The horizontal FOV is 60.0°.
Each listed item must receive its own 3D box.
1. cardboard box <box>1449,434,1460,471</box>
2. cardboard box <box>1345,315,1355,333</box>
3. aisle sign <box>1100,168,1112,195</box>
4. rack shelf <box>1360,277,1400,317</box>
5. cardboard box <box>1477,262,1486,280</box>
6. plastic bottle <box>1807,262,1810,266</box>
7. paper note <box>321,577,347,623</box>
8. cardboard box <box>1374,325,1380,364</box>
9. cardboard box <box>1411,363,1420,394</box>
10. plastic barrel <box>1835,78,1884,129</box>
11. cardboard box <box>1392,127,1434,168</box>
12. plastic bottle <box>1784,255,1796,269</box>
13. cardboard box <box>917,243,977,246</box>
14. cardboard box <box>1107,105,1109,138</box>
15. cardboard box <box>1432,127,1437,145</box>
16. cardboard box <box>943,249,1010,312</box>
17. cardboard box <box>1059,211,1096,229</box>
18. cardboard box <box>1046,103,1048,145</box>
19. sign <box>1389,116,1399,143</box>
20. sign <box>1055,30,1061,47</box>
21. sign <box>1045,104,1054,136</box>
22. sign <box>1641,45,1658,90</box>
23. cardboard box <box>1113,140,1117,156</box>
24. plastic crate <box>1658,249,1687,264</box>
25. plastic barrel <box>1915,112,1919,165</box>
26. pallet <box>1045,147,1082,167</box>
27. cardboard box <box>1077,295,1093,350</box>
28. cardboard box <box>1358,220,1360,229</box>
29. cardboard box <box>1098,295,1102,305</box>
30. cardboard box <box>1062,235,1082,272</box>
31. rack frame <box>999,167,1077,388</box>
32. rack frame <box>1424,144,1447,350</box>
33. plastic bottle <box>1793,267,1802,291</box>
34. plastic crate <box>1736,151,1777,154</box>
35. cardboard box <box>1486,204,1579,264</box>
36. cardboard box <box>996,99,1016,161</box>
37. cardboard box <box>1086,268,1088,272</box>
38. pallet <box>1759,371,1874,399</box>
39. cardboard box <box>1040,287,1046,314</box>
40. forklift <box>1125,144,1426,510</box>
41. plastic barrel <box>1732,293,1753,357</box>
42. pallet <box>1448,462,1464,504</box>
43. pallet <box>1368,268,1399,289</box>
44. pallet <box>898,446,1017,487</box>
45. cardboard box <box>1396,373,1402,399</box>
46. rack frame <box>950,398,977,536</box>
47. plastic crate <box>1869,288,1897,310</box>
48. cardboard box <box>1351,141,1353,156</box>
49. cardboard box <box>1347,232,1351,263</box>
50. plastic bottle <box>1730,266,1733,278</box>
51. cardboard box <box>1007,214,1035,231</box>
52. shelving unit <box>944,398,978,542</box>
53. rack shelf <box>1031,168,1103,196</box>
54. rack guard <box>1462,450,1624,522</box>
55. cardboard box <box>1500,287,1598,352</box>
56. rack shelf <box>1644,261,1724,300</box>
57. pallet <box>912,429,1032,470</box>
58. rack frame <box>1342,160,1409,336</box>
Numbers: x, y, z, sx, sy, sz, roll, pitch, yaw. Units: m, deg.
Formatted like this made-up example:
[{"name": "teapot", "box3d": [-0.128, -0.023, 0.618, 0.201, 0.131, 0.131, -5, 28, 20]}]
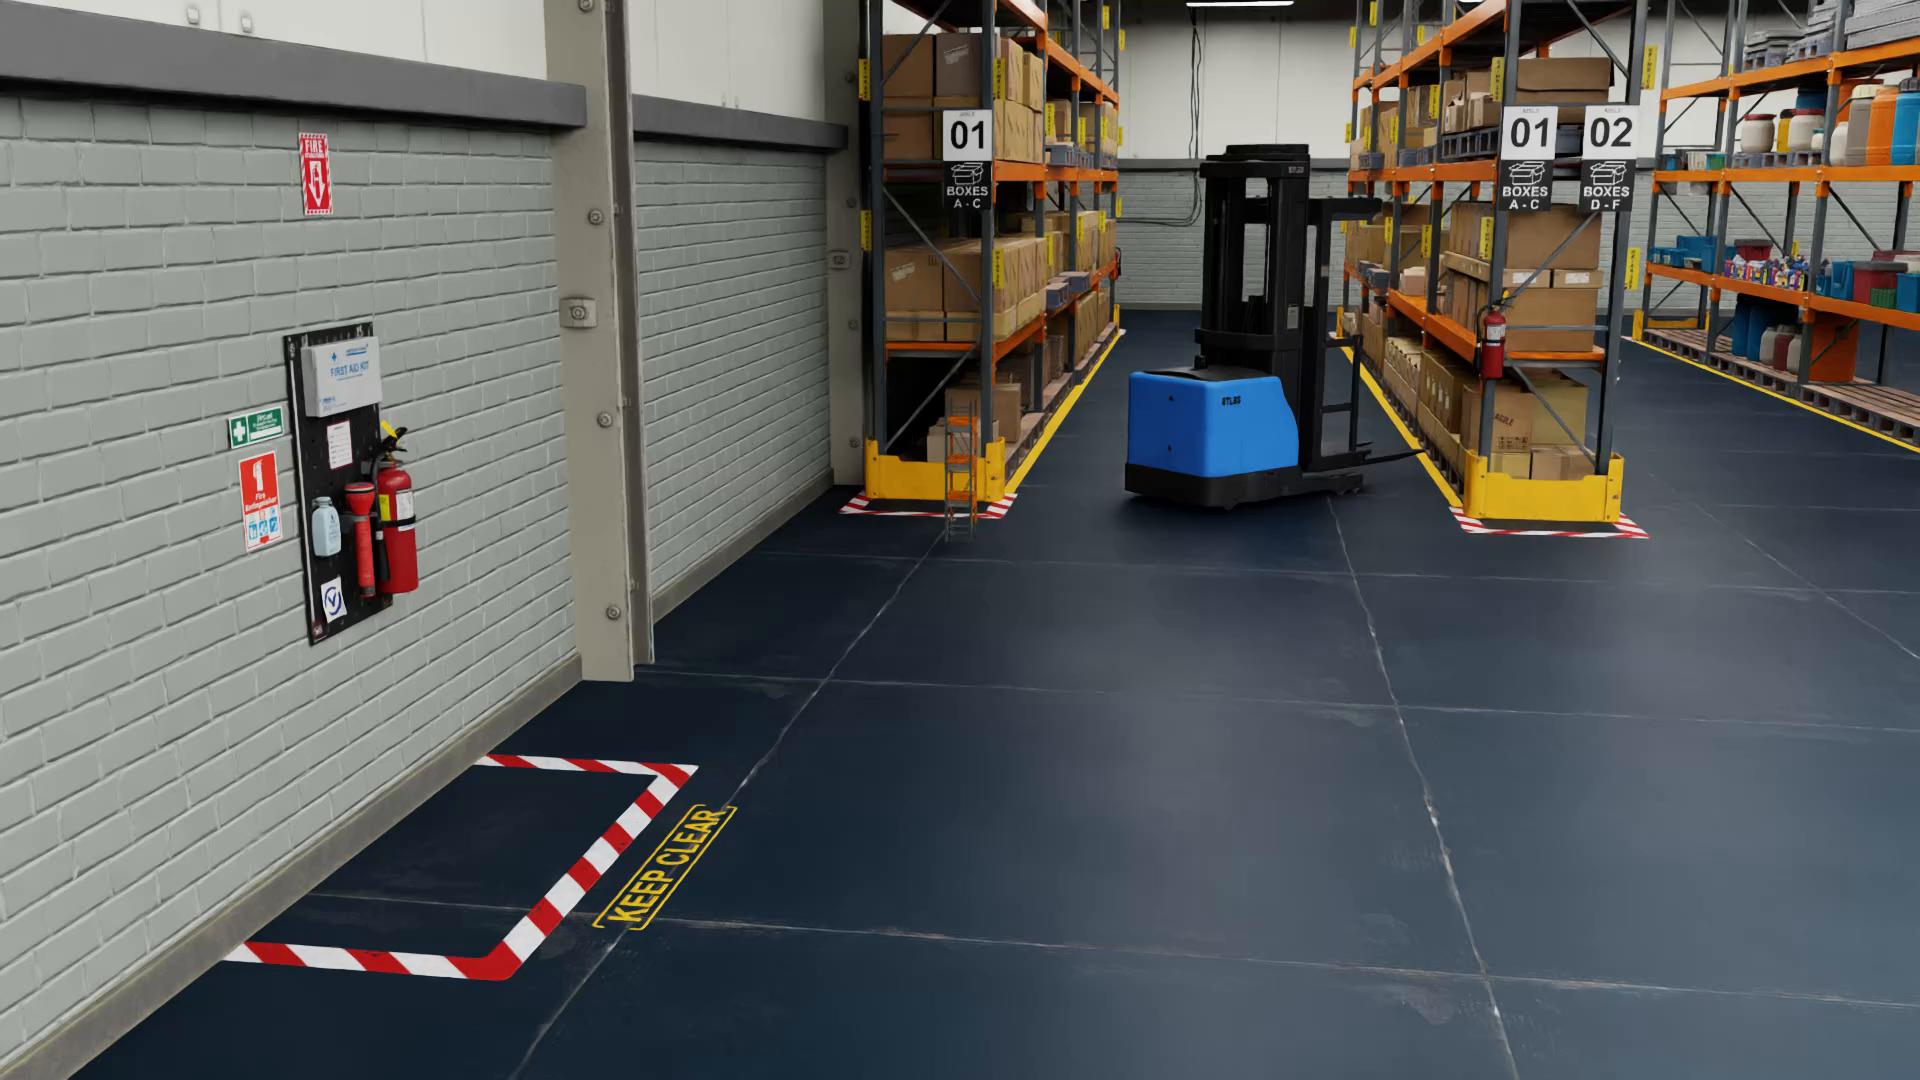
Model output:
[{"name": "cardboard box", "box3d": [4.526, -0.751, 14.390, 0.500, 0.250, 0.500, 2, 12, 9]}, {"name": "cardboard box", "box3d": [6.613, -3.554, 27.347, 0.500, 0.250, 0.500, 2, 12, 9]}, {"name": "aisle sign", "box3d": [2.543, -6.431, 29.044, 0.394, 0.787, 0.004, 2, 12, 9]}, {"name": "rack shelf", "box3d": [6.208, -3.395, 22.833, 1.077, 0.370, 4.000, 2, 12, 9]}, {"name": "cardboard box", "box3d": [4.700, -2.331, 14.413, 0.380, 0.149, 0.250, 2, 12, 10]}, {"name": "plastic bottle", "box3d": [11.514, -3.639, 22.554, 0.152, 0.276, 0.135, 2, 12, 9]}, {"name": "paper note", "box3d": [-2.408, 0.229, 6.400, 0.016, 0.148, 0.142, 2, 12, 9]}, {"name": "cardboard box", "box3d": [5.892, -2.633, 22.480, 0.500, 0.500, 0.500, 1, 12, 7]}, {"name": "cardboard box", "box3d": [5.064, -1.726, 17.582, 0.500, 0.311, 0.500, 2, 12, 9]}, {"name": "plastic barrel", "box3d": [10.885, -5.168, 20.219, 0.600, 0.830, 0.708, 2, 12, 9]}, {"name": "cardboard box", "box3d": [5.934, -4.937, 20.925, 0.910, 0.500, 0.500, 2, 12, 9]}, {"name": "plastic bottle", "box3d": [11.421, -3.741, 22.852, 0.144, 0.351, 0.185, 2, 12, 9]}, {"name": "cardboard box", "box3d": [-0.123, -2.549, 15.732, 0.500, 0.500, 0.500, 2, 12, 9]}, {"name": "cardboard box", "box3d": [2.080, -6.583, 26.140, 0.500, 0.500, 0.500, 2, 12, 7]}, {"name": "cardboard box", "box3d": [5.824, -4.722, 19.525, 0.500, 0.250, 0.500, 2, 12, 10]}, {"name": "cardboard box", "box3d": [0.145, -2.217, 14.189, 0.500, 0.500, 0.500, 2, 12, 9]}, {"name": "cardboard box", "box3d": [1.713, -4.681, 24.325, 0.500, 0.250, 0.500, 2, 12, 10]}, {"name": "cardboard box", "box3d": [0.743, -4.745, 19.039, 0.500, 0.500, 0.500, 1, 12, 7]}, {"name": "sign", "box3d": [5.365, -5.067, 20.538, 0.100, 0.325, 0.005, 2, 12, 9]}, {"name": "sign", "box3d": [1.688, -8.641, 28.636, 0.100, 0.325, 0.005, 2, 12, 9]}, {"name": "sign", "box3d": [0.927, -4.360, 17.258, 0.100, 0.325, 0.005, 2, 12, 9]}, {"name": "sign", "box3d": [5.218, -3.578, 12.592, 0.100, 0.325, 0.005, 2, 12, 9]}, {"name": "cardboard box", "box3d": [2.385, -6.641, 28.191, 0.500, 0.250, 0.500, 2, 12, 10]}, {"name": "plastic crate", "box3d": [11.560, -4.604, 26.990, 0.416, 0.233, 0.300, 2, 12, 9]}, {"name": "plastic barrel", "box3d": [10.143, -4.296, 17.000, 0.600, 0.901, 0.600, 0, 12, 0]}, {"name": "pallet", "box3d": [0.747, -4.373, 18.989, 1.213, 0.211, 1.003, 2, 12, 9]}, {"name": "cardboard box", "box3d": [1.515, -3.152, 24.106, 0.750, 0.750, 0.750, 2, 12, 10]}, {"name": "cardboard box", "box3d": [6.414, -4.921, 25.595, 0.500, 0.500, 0.500, 2, 12, 8]}, {"name": "cardboard box", "box3d": [2.070, -3.841, 26.591, 0.380, 0.149, 0.250, 2, 12, 11]}, {"name": "cardboard box", "box3d": [1.333, -3.787, 21.953, 0.500, 0.500, 0.500, 2, 12, 10]}, {"name": "rack frame", "box3d": [1.005, -3.490, 21.566, 1.000, 3.000, 0.127, 2, 12, 9]}, {"name": "rack frame", "box3d": [5.285, -2.497, 16.961, 1.000, 3.000, 0.127, 2, 12, 9]}, {"name": "plastic bottle", "box3d": [10.470, -3.258, 20.767, 0.061, 0.283, 0.133, 2, 12, 9]}, {"name": "plastic crate", "box3d": [11.871, -5.653, 24.797, 0.497, 0.269, 0.590, 2, 12, 9]}, {"name": "cardboard box", "box3d": [4.838, -2.565, 13.959, 0.700, 0.500, 0.500, 2, 12, 7]}, {"name": "cardboard box", "box3d": [0.191, -3.521, 14.309, 0.500, 0.500, 0.500, 3, 12, 12]}, {"name": "cardboard box", "box3d": [1.662, -3.918, 24.104, 0.380, 0.149, 0.250, 2, 12, 9]}, {"name": "pallet", "box3d": [10.874, -1.971, 21.138, 1.003, 0.211, 1.213, 2, 12, 9]}, {"name": "cardboard box", "box3d": [0.617, -2.485, 17.213, 0.500, 0.250, 0.500, 2, 12, 9]}, {"name": "forklift", "box3d": [2.877, -1.899, 14.350, 3.031, 2.935, 1.130, -9, 15, -37]}, {"name": "plastic barrel", "box3d": [11.309, -3.068, 23.594, 0.600, 0.901, 0.708, 2, 12, 9]}, {"name": "pallet", "box3d": [4.746, -0.462, 14.136, 1.003, 0.211, 1.213, 2, 12, 9]}, {"name": "pallet", "box3d": [5.935, -3.380, 21.510, 1.213, 0.211, 1.003, 2, 12, 9]}, {"name": "pallet", "box3d": [-0.054, -0.645, 14.985, 1.003, 0.211, 1.213, 2, 12, 9]}, {"name": "cardboard box", "box3d": [5.300, -1.772, 19.125, 0.500, 0.250, 0.500, 2, 12, 10]}, {"name": "rack frame", "box3d": [0.027, -0.550, 12.552, 0.200, 1.050, 0.008, 2, 12, 9]}, {"name": "plastic crate", "box3d": [10.168, -2.604, 17.960, 0.450, 0.188, 0.662, 2, 12, 9]}, {"name": "cardboard box", "box3d": [6.795, -6.534, 27.742, 0.500, 0.250, 0.500, 2, 12, 9]}, {"name": "cardboard box", "box3d": [6.728, -4.853, 27.654, 0.500, 0.500, 0.500, 2, 12, 8]}, {"name": "plastic bottle", "box3d": [10.911, -3.789, 23.428, 0.097, 0.201, 0.097, 0, 12, 0]}, {"name": "cardboard box", "box3d": [0.819, -4.163, 21.920, 0.500, 0.250, 0.500, 2, 12, 10]}, {"name": "shelving unit", "box3d": [0.008, -0.524, 12.434, 0.215, 1.050, 0.252, 2, 12, 9]}, {"name": "rack shelf", "box3d": [1.313, -5.021, 23.258, 1.077, 0.370, 4.000, 2, 12, 9]}, {"name": "rack guard", "box3d": [4.666, -0.438, 13.338, 1.175, 0.500, 0.348, 2, 12, 9]}, {"name": "cardboard box", "box3d": [4.755, -1.810, 13.536, 0.700, 0.500, 0.500, 2, 12, 9]}, {"name": "rack shelf", "box3d": [11.717, -4.066, 25.948, 1.077, 0.370, 4.000, 2, 12, 9]}, {"name": "pallet", "box3d": [0.136, -0.898, 16.160, 1.003, 0.211, 1.213, 2, 12, 9]}, {"name": "rack frame", "box3d": [7.131, -4.995, 28.552, 1.000, 3.000, 0.127, 2, 12, 9]}]
